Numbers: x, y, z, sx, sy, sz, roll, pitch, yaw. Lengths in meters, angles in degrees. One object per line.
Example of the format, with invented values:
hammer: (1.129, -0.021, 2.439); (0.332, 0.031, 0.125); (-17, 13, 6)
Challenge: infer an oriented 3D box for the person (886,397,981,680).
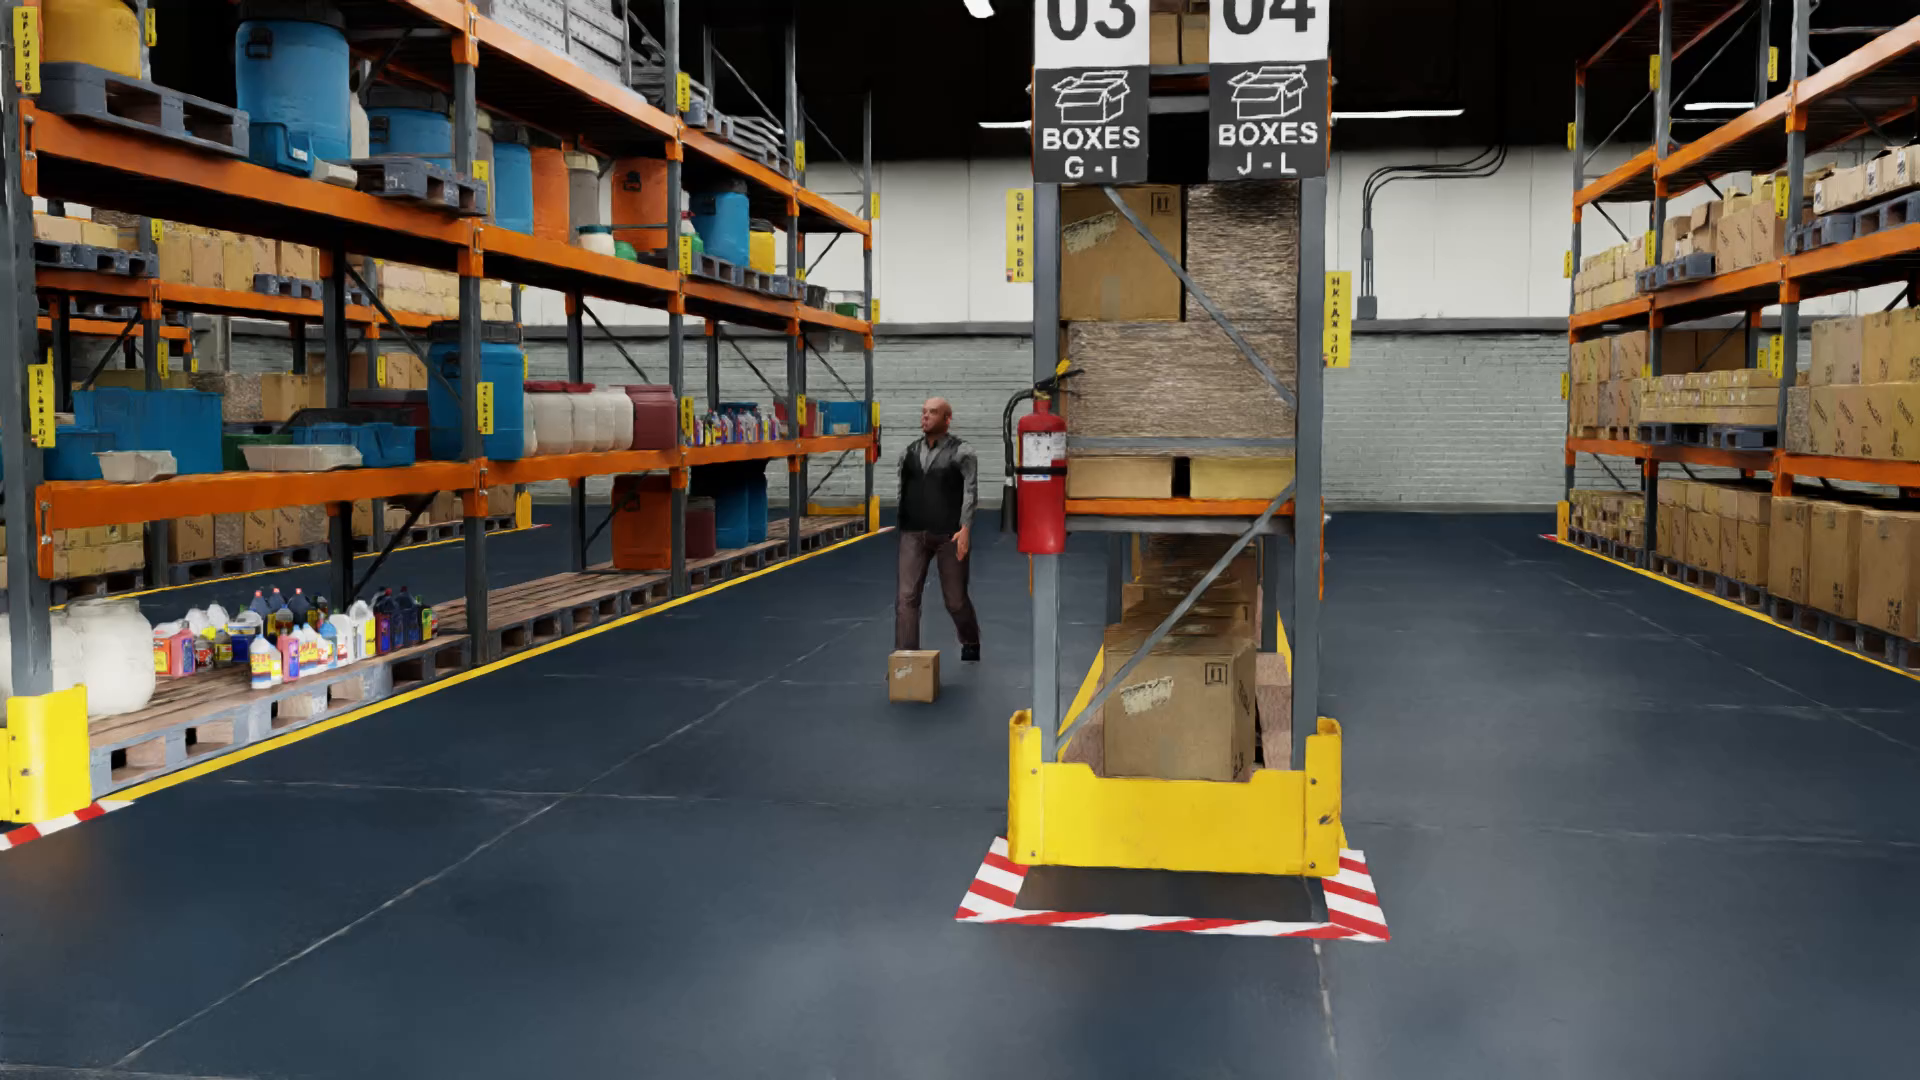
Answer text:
person: (-0.166, -0.011, 9.998); (0.537, 1.695, 0.882); (1, 5, 17)
